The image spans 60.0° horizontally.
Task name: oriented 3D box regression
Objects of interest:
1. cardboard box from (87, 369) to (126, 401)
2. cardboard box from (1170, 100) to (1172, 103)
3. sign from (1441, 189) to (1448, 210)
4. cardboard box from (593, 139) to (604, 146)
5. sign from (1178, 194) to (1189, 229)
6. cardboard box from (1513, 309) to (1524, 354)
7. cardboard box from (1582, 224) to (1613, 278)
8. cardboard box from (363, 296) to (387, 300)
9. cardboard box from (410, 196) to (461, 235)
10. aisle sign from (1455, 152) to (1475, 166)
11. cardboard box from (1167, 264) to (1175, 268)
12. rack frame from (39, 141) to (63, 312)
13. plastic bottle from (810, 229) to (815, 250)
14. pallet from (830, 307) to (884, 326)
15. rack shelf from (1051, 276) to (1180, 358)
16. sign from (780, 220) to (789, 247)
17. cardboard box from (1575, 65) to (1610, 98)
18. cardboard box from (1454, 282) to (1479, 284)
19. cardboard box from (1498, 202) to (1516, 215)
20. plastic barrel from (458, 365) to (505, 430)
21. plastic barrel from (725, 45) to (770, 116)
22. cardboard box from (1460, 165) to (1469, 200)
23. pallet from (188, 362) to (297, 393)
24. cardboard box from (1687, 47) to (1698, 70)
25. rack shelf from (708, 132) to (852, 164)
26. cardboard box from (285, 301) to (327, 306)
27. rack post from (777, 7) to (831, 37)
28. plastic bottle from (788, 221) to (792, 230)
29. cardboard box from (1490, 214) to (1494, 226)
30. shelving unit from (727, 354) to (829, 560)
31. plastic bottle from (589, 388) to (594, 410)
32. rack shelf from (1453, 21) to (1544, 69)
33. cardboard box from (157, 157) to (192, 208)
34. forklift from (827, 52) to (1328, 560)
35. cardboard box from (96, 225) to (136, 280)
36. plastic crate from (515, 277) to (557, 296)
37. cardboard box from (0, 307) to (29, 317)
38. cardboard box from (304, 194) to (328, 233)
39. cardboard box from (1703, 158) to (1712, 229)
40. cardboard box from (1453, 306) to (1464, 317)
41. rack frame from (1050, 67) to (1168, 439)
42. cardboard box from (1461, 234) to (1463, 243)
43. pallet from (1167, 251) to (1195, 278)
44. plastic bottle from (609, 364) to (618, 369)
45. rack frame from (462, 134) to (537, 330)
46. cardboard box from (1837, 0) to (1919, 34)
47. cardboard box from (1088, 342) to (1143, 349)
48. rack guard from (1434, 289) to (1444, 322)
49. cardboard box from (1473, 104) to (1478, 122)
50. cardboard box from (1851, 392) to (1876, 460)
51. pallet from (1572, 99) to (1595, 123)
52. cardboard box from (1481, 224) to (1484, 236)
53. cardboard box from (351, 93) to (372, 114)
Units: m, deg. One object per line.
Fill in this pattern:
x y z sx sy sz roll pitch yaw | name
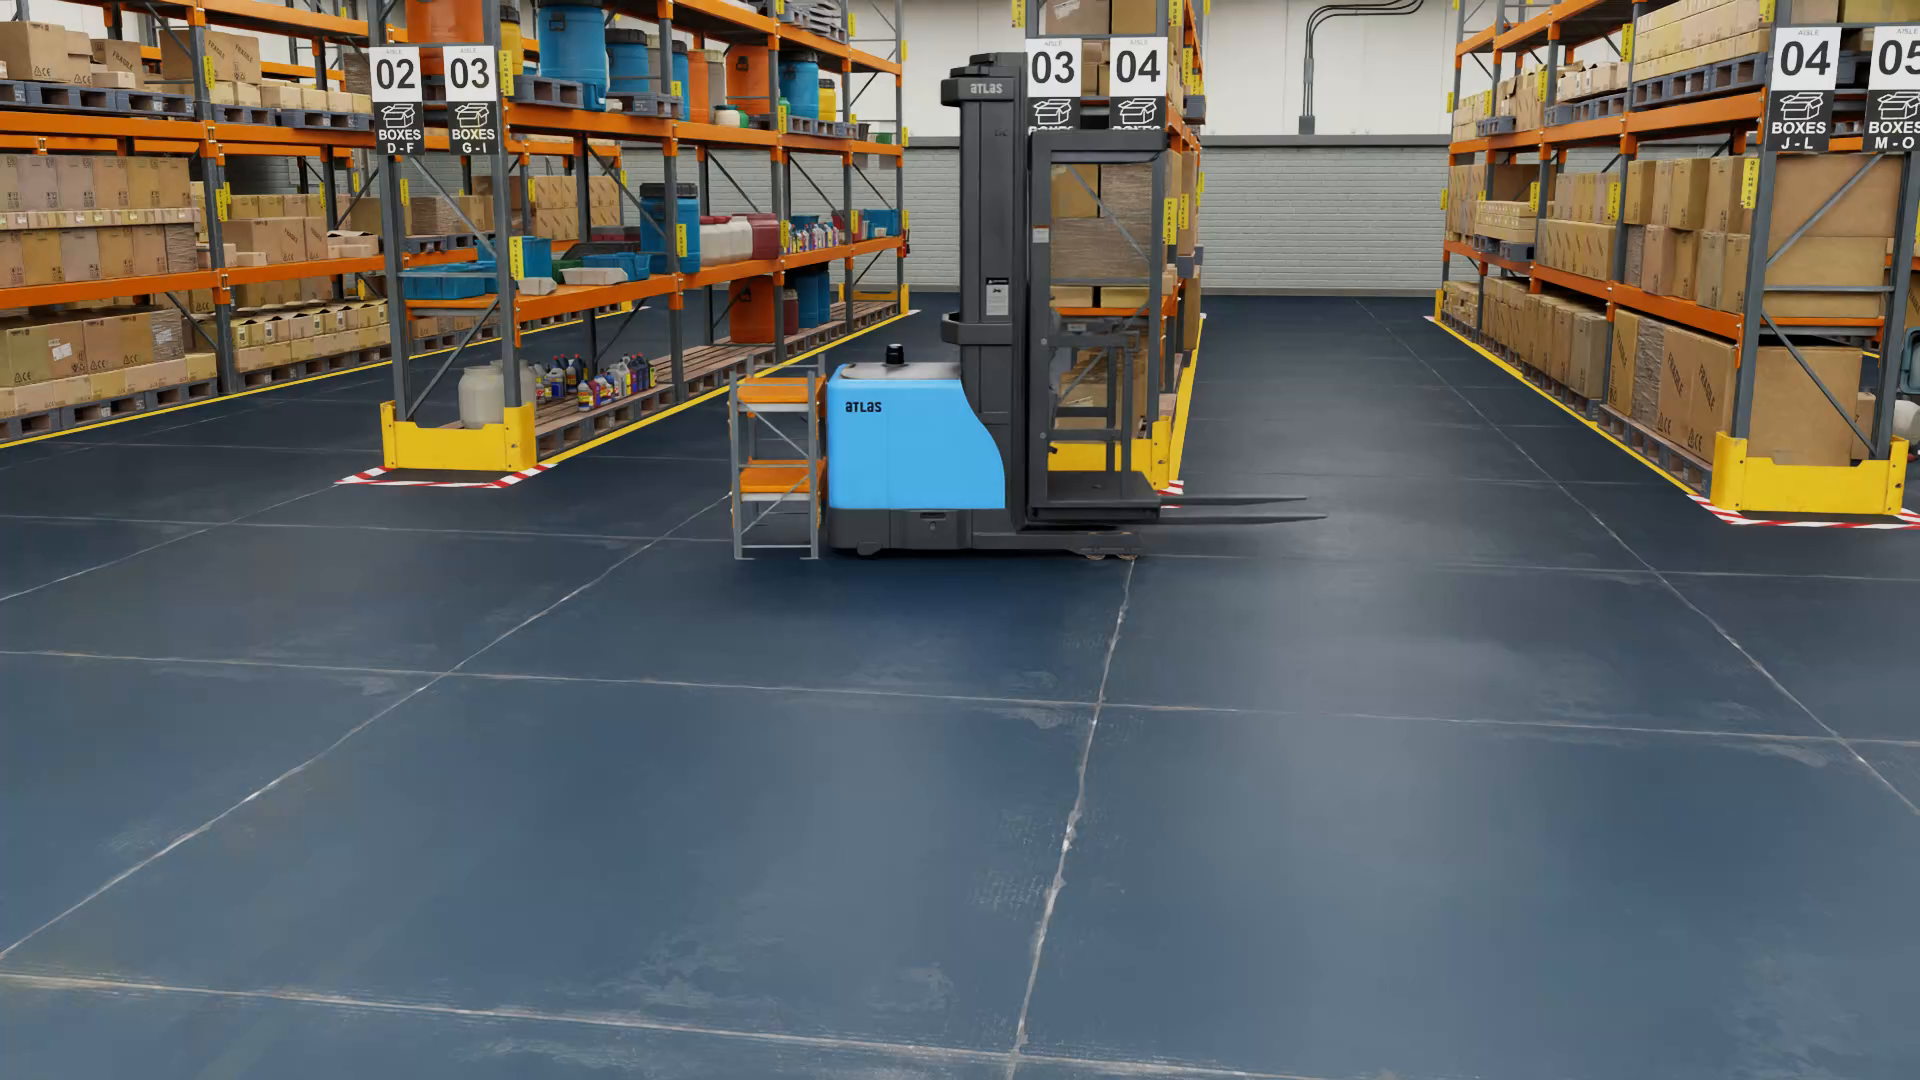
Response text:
-8.290 -1.475 15.746 0.500 0.250 0.500 2 12 9 | cardboard box
1.366 -3.468 12.700 0.500 0.250 0.500 2 12 7 | cardboard box
7.773 -5.465 26.676 0.100 0.325 0.005 2 12 9 | sign
-6.270 -6.701 27.705 0.500 0.250 0.500 2 12 9 | cardboard box
2.116 -3.115 15.773 0.100 0.325 0.005 2 12 9 | sign
6.922 -2.488 19.853 0.500 0.500 0.500 2 12 8 | cardboard box
6.358 -2.797 16.117 0.500 0.500 0.500 2 12 8 | cardboard box
-7.682 -3.058 22.451 0.500 0.500 0.500 2 12 11 | cardboard box
-7.279 -4.435 22.720 0.700 0.500 0.500 4 13 19 | cardboard box
8.024 -6.320 26.528 0.394 0.787 0.004 2 12 9 | aisle sign
1.836 -2.531 15.713 0.380 0.149 0.250 2 12 9 | cardboard box
-12.490 -4.022 22.036 1.000 3.000 0.127 2 12 9 | rack frame
-2.007 -4.077 22.569 0.061 0.283 0.133 2 12 9 | plastic bottle
-1.825 -3.580 26.602 1.003 0.211 1.213 2 12 9 | pallet
1.271 -1.940 14.082 1.077 0.370 4.000 2 12 9 | rack shelf
-2.156 -3.764 20.453 0.100 0.325 0.005 2 12 9 | sign
6.594 -4.681 16.951 0.500 0.311 0.500 2 12 8 | cardboard box
7.970 -3.967 26.140 0.380 0.149 0.250 2 12 10 | cardboard box
6.902 -4.118 20.669 0.380 0.149 0.250 2 12 11 | cardboard box
-3.905 -1.164 13.684 0.421 0.512 0.421 0 12 0 | plastic barrel
-2.610 -5.701 20.689 0.600 0.830 0.708 2 12 9 | plastic barrel
7.730 -5.303 24.665 0.500 0.500 0.500 1 12 7 | cardboard box
-8.135 -1.821 18.442 1.003 0.211 1.213 2 12 9 | pallet
5.800 -3.689 12.732 0.380 0.149 0.250 2 12 9 | cardboard box
-2.393 -5.232 22.238 1.077 0.370 4.000 2 12 9 | rack shelf
-8.038 -2.788 20.511 0.500 0.311 0.500 2 12 7 | cardboard box
-2.271 -6.796 21.857 0.937 0.300 0.954 3 13 15 | rack post
-2.466 -4.438 24.085 0.144 0.351 0.185 2 12 9 | plastic bottle
6.982 -4.079 21.194 0.380 0.149 0.250 2 12 8 | cardboard box
-1.111 -0.543 10.343 0.538 1.125 1.048 0 12 -1 | shelving unit
-3.328 -1.272 14.872 0.097 0.201 0.097 0 12 0 | plastic bottle
8.002 -7.187 24.198 1.077 0.370 4.000 2 12 9 | rack shelf
-8.271 -3.620 16.854 0.700 0.500 0.500 2 12 9 | cardboard box
0.718 -1.424 10.142 3.031 2.935 1.130 0 12 0 | forklift
-8.427 -2.772 15.997 0.700 0.500 0.500 2 12 9 | cardboard box
-3.475 -2.083 13.663 0.298 0.136 0.250 2 12 9 | plastic crate
-12.549 -2.864 21.550 0.700 0.500 0.500 2 12 9 | cardboard box
-11.429 -5.576 28.533 0.980 0.700 0.700 2 12 8 | cardboard box
6.158 -2.600 12.520 0.875 0.550 0.550 2 12 9 | cardboard box
7.705 -3.473 25.259 0.380 0.149 0.250 1 12 6 | cardboard box
0.963 -1.875 12.075 1.000 3.000 0.127 2 12 9 | rack frame
7.807 -4.571 25.182 0.380 0.149 0.250 2 12 8 | cardboard box
1.840 -2.768 16.675 1.003 0.211 1.213 2 12 9 | pallet
-3.310 -1.568 16.071 0.152 0.276 0.135 2 12 9 | plastic bottle
-6.979 -4.695 25.159 1.000 3.000 0.127 2 12 9 | rack frame
6.176 -3.578 11.272 0.500 0.250 0.500 2 12 9 | cardboard box
1.477 -1.609 15.777 0.500 0.500 0.500 1 12 7 | cardboard box
8.298 -3.786 26.876 1.175 0.500 0.348 2 12 9 | rack guard
7.681 -6.150 23.959 0.500 0.250 0.500 2 12 11 | cardboard box
7.239 -0.949 13.704 0.500 0.500 0.500 4 13 18 | cardboard box
6.863 -4.364 16.952 1.003 0.211 1.213 2 12 11 | pallet
7.100 -4.097 21.984 0.380 0.149 0.250 2 12 9 | cardboard box
-7.608 -5.364 20.504 0.500 0.250 0.500 1 12 4 | cardboard box
